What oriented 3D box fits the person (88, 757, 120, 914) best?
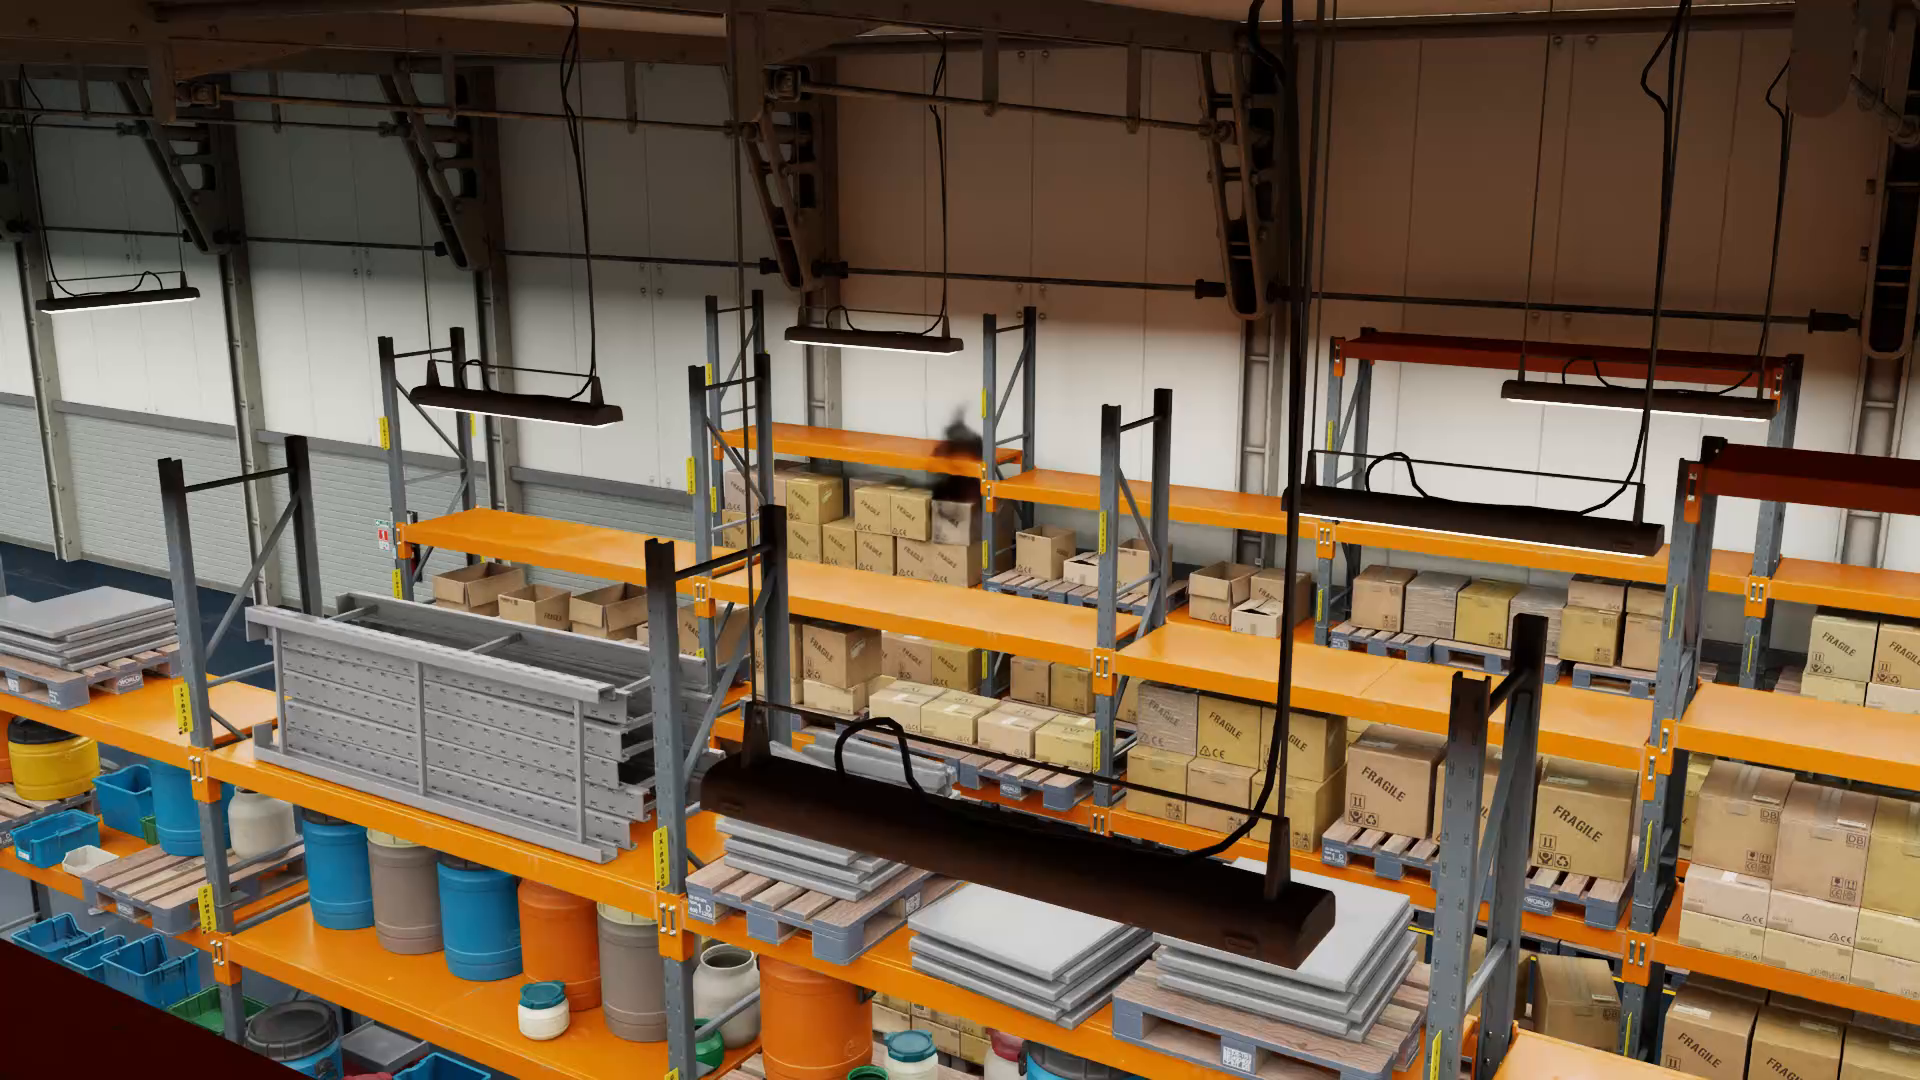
[{"bbox_3d":[-8.811,3.066,17.432,0.781,1.695,0.624,-8,16,-30],"label":"person"}]
